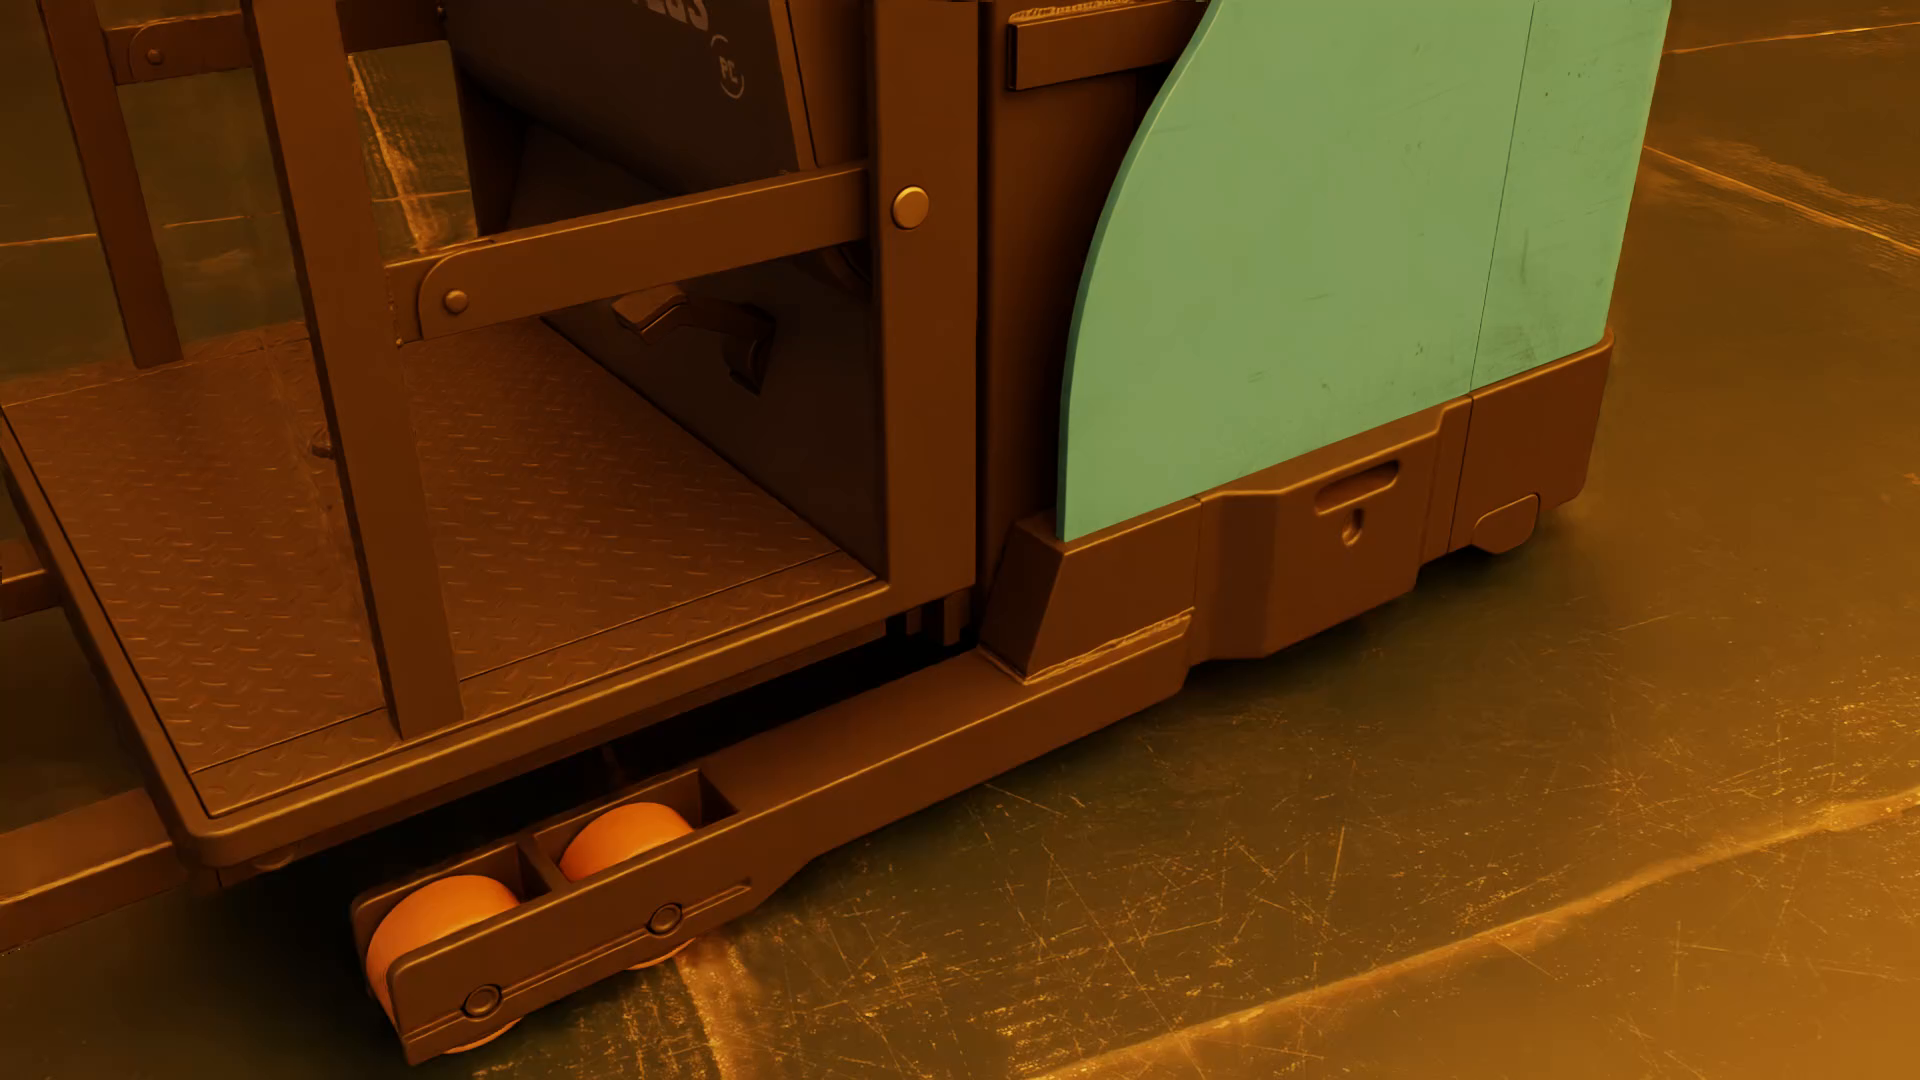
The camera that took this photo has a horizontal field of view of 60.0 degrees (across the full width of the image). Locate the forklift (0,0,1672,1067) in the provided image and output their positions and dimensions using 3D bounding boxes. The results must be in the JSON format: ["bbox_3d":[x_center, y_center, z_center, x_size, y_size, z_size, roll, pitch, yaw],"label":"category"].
[{"bbox_3d":[-0.550,-1.073,1.423,3.031,2.935,1.130,-20,35,-30],"label":"forklift"}]
